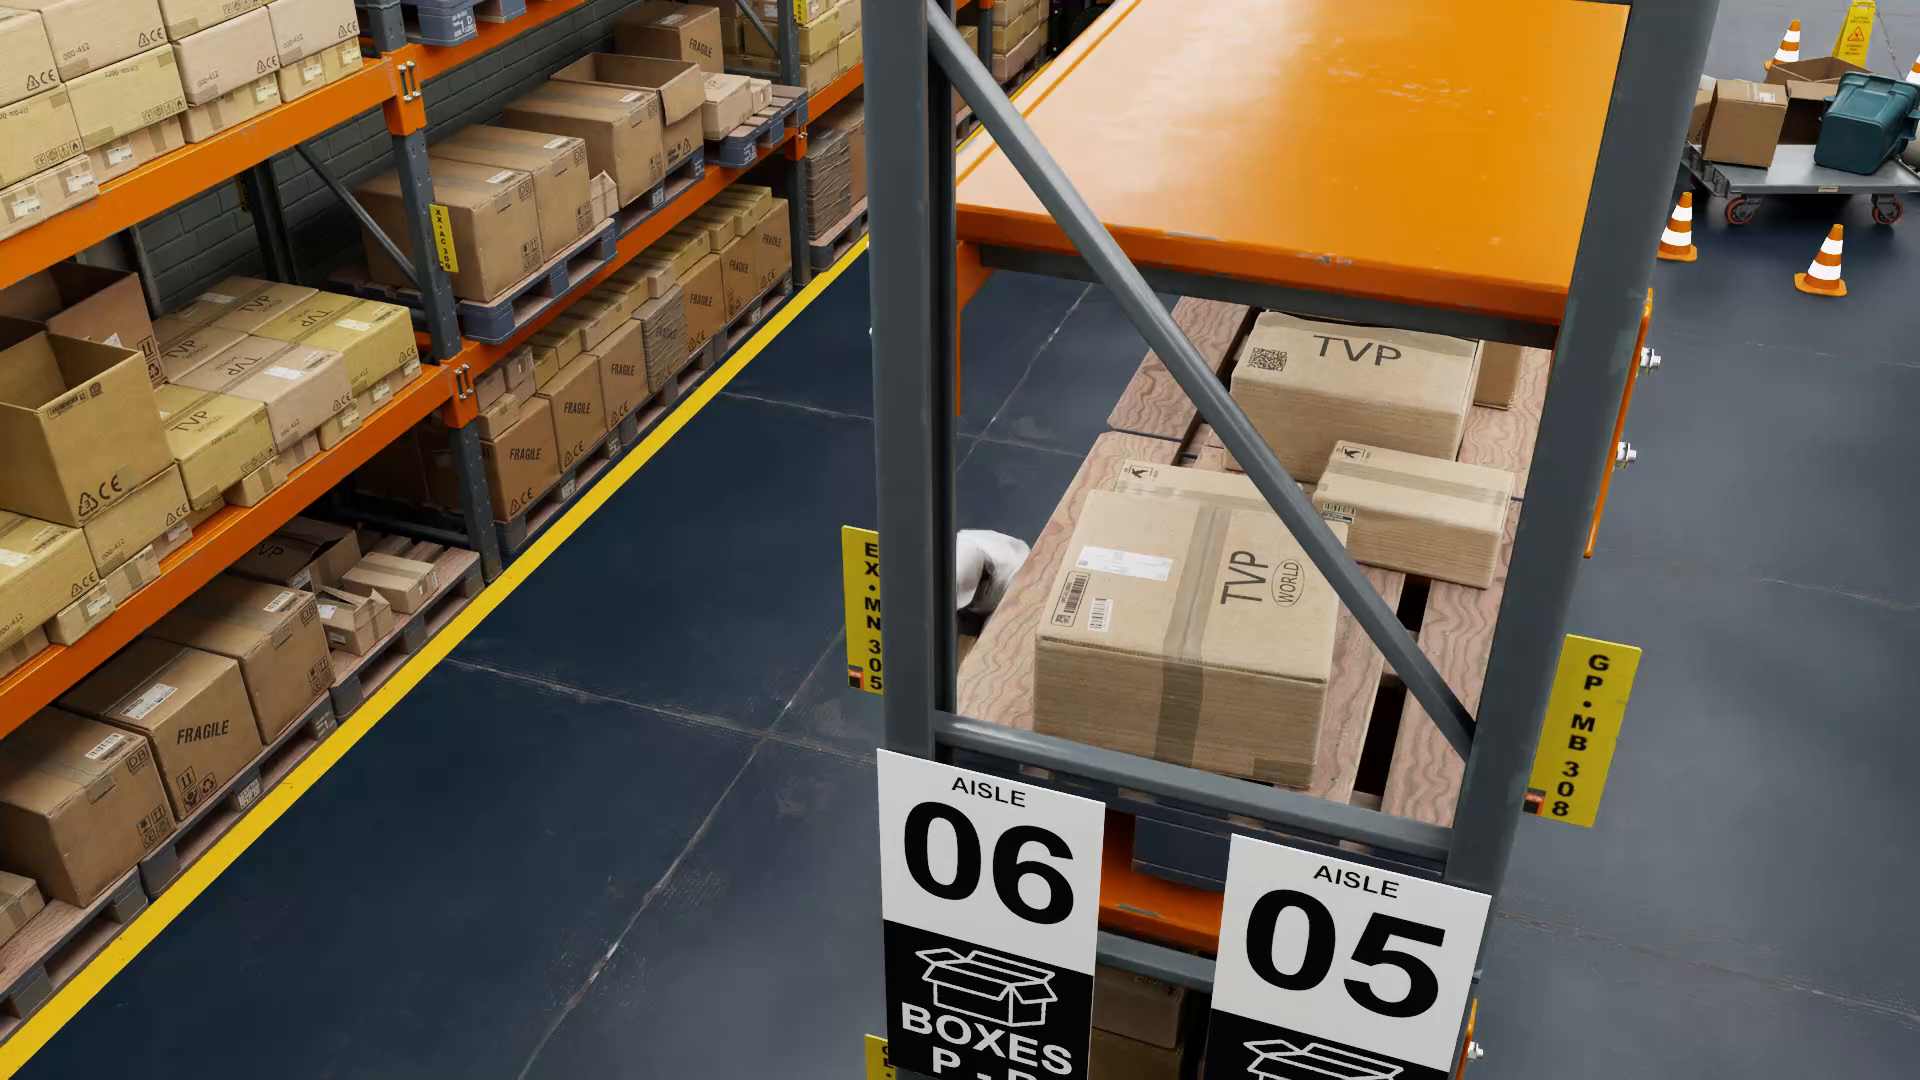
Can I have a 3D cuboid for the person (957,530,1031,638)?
[{"bbox_3d":[0.071,0.456,7.122,0.470,1.476,0.871,10,34,15],"label":"person"}]
